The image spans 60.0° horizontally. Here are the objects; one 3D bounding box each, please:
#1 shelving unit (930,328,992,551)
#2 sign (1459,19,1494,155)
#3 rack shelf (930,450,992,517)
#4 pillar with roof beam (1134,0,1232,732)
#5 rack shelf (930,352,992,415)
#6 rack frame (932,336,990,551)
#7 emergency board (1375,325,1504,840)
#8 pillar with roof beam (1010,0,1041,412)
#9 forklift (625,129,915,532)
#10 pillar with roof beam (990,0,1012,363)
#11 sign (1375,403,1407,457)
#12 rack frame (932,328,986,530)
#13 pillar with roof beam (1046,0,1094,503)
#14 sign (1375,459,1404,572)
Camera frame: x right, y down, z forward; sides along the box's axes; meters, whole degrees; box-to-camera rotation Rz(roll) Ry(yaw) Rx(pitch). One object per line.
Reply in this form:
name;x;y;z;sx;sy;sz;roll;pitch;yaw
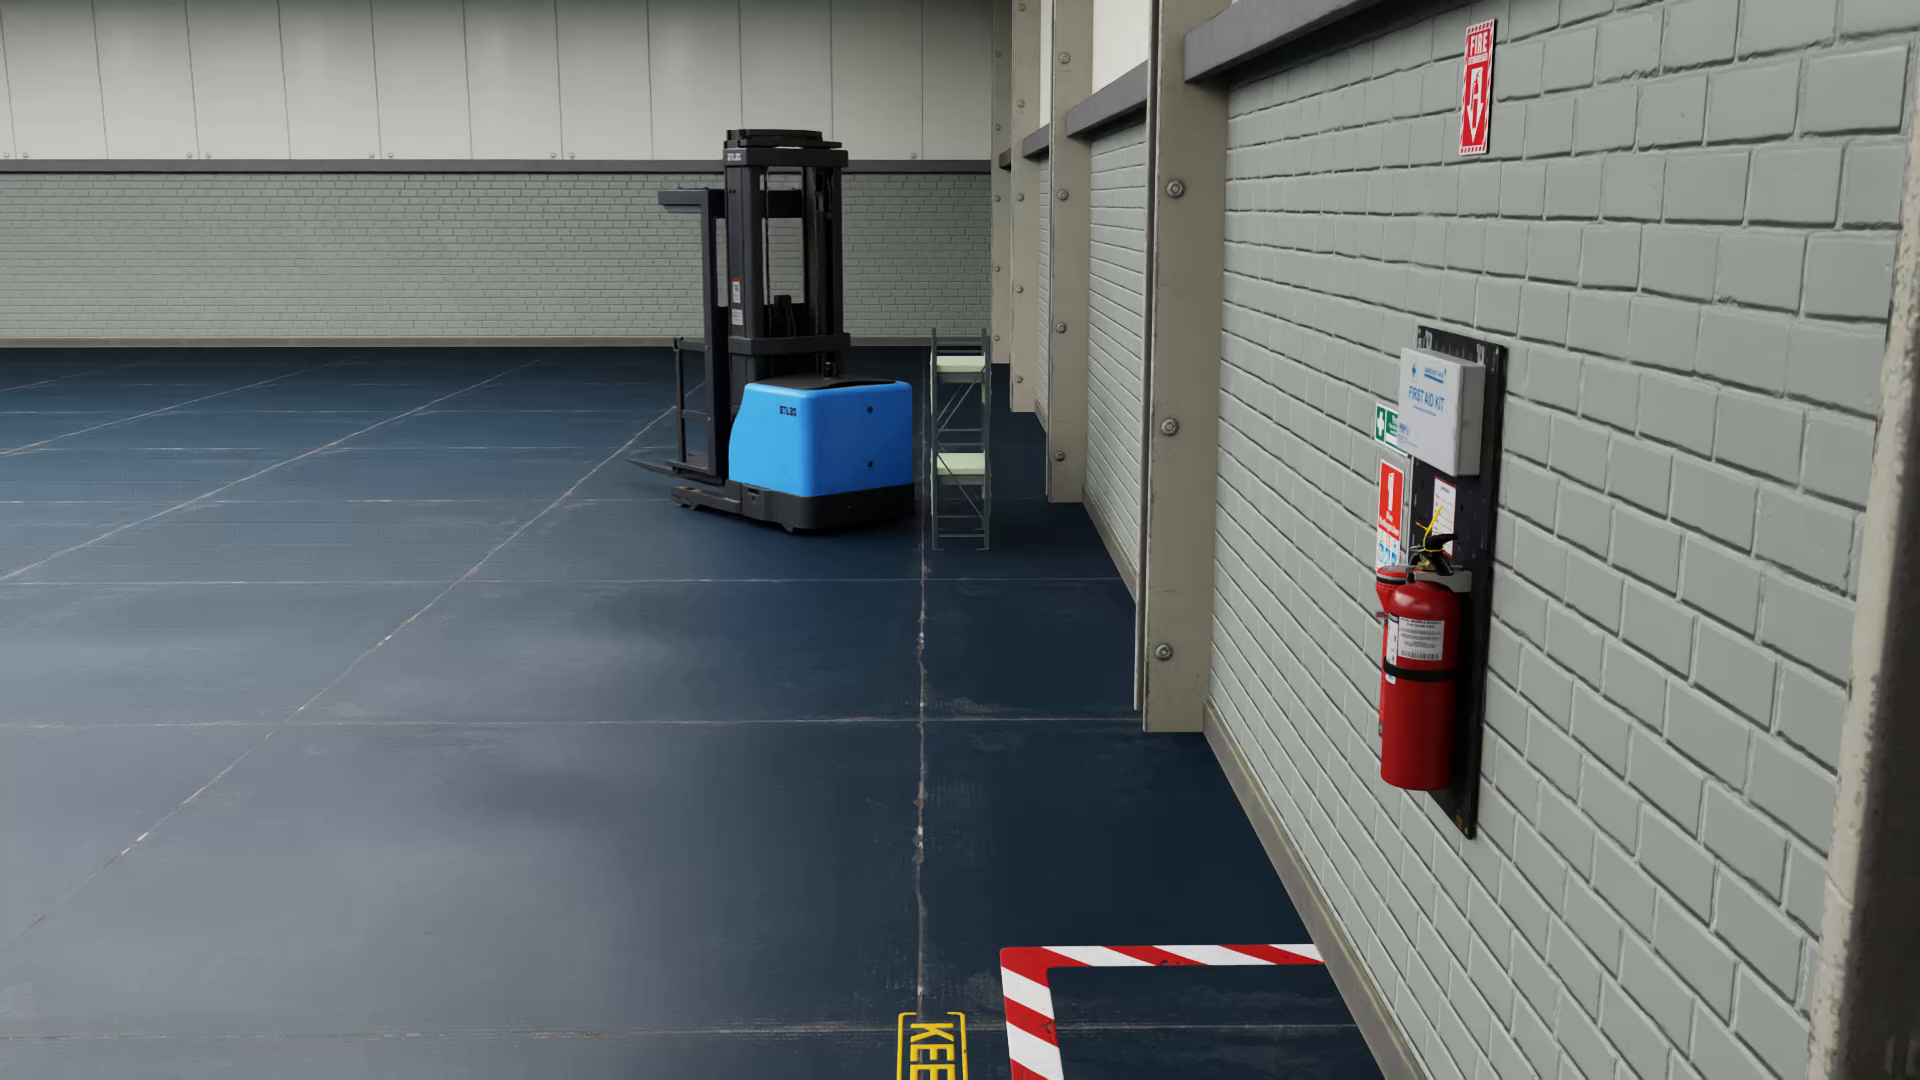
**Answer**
shelving unit;0.000;-0.736;11.917;0.431;1.500;0.755;0;11;-1
sign;1.213;-1.060;3.908;0.001;0.298;0.199;0;11;-1
rack shelf;0.000;-0.417;11.981;0.431;0.370;0.720;0;11;-1
pillar with roof beam;-3.302;-3.545;6.901;9.100;9.000;0.400;0;11;-1
rack shelf;0.000;-1.119;11.839;0.431;0.370;0.720;0;11;-1
rack frame;0.007;-0.664;11.558;0.400;1.500;0.023;0;11;-1
emergency board;1.113;0.078;4.128;0.194;1.169;0.643;0;11;-1
pillar with roof beam;-3.550;-5.931;18.659;9.100;9.000;0.400;0;11;-1
forklift;-1.674;-1.731;13.222;1.130;2.935;3.031;-9;15;-39
pillar with roof beam;-3.674;-7.123;24.538;9.100;9.000;0.400;0;11;-1
sign;1.196;-0.308;4.611;0.001;0.109;0.331;0;11;-1
rack frame;-0.008;-0.809;12.275;0.400;1.500;0.023;0;11;-1
pillar with roof beam;-3.426;-4.738;12.780;9.100;9.000;0.400;0;11;-1
sign;1.205;-0.049;4.669;0.001;0.329;0.234;0;11;-1
